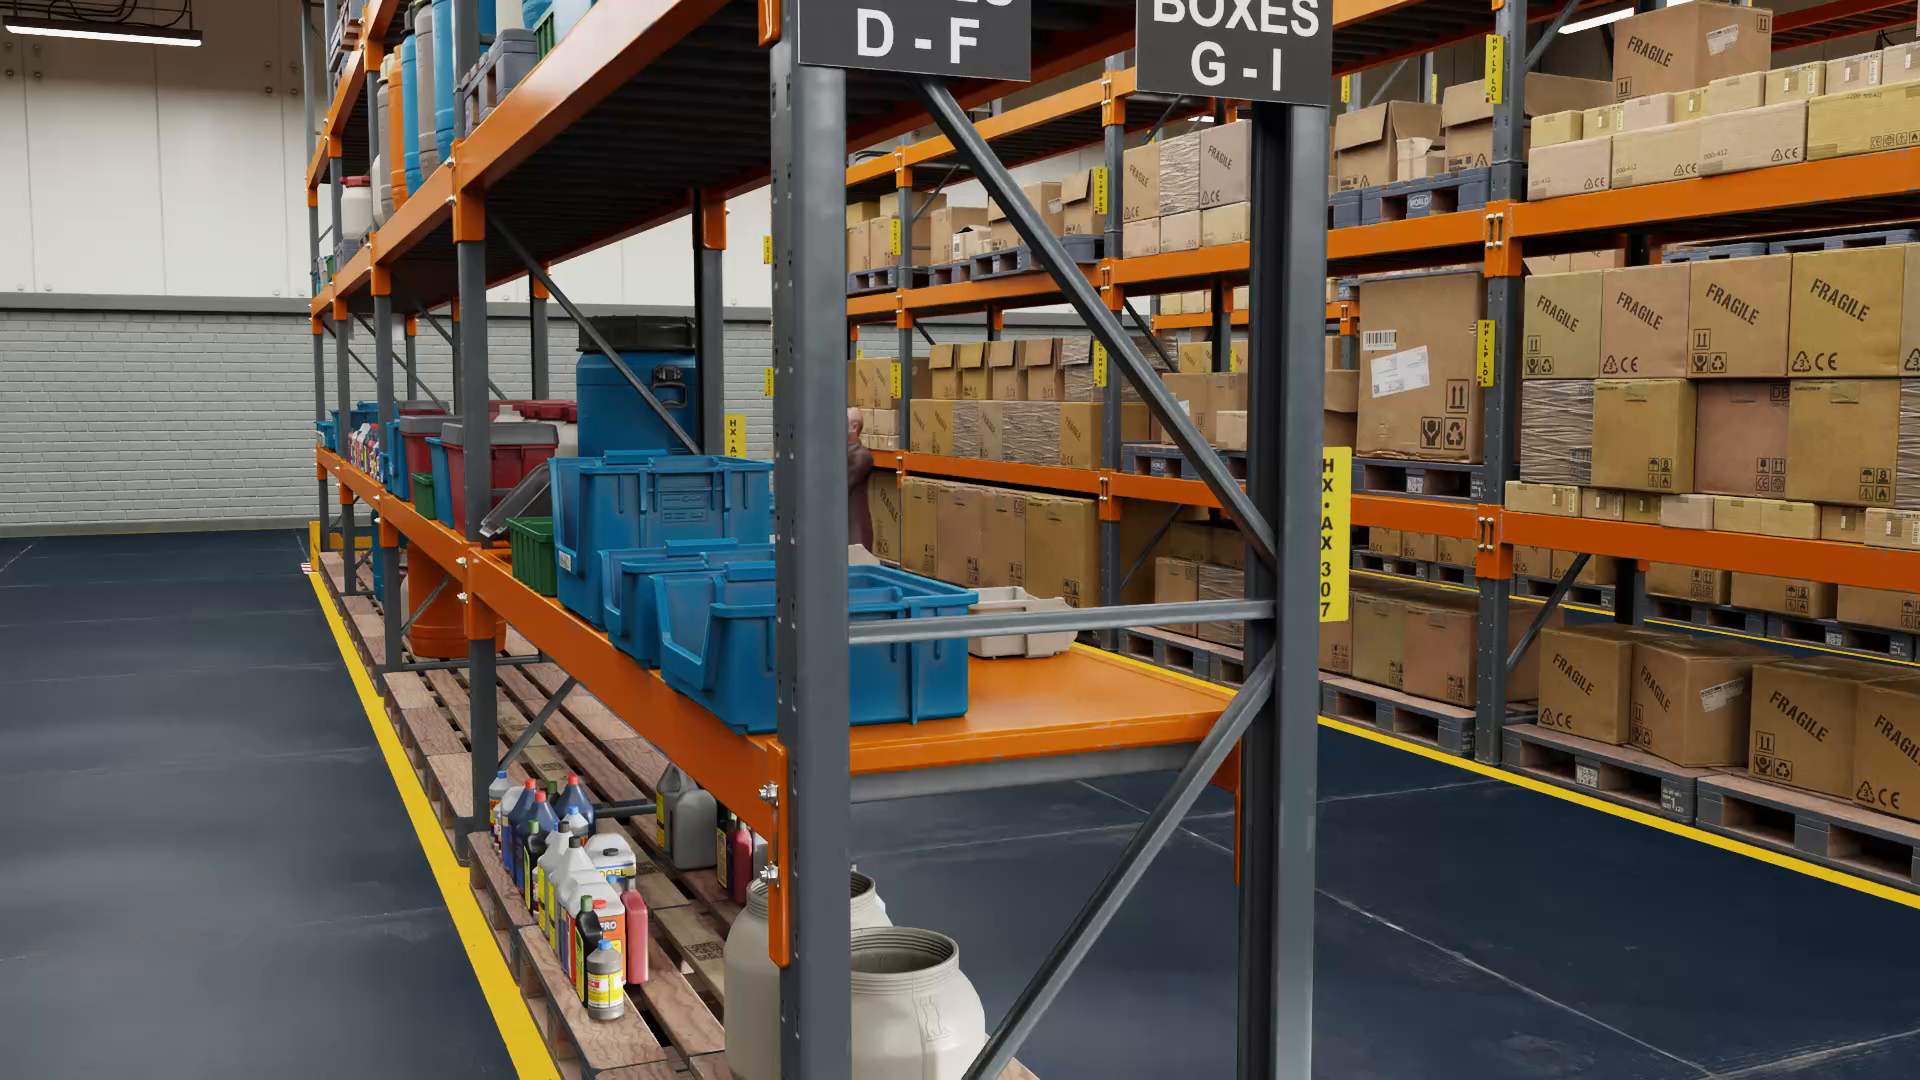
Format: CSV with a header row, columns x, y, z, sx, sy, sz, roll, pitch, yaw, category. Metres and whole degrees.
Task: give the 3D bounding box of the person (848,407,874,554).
x,y,z,sx,sy,sz,roll,pitch,yaw,category
-0.867,-0.005,11.263,0.551,1.780,0.526,-2,6,-25,person
